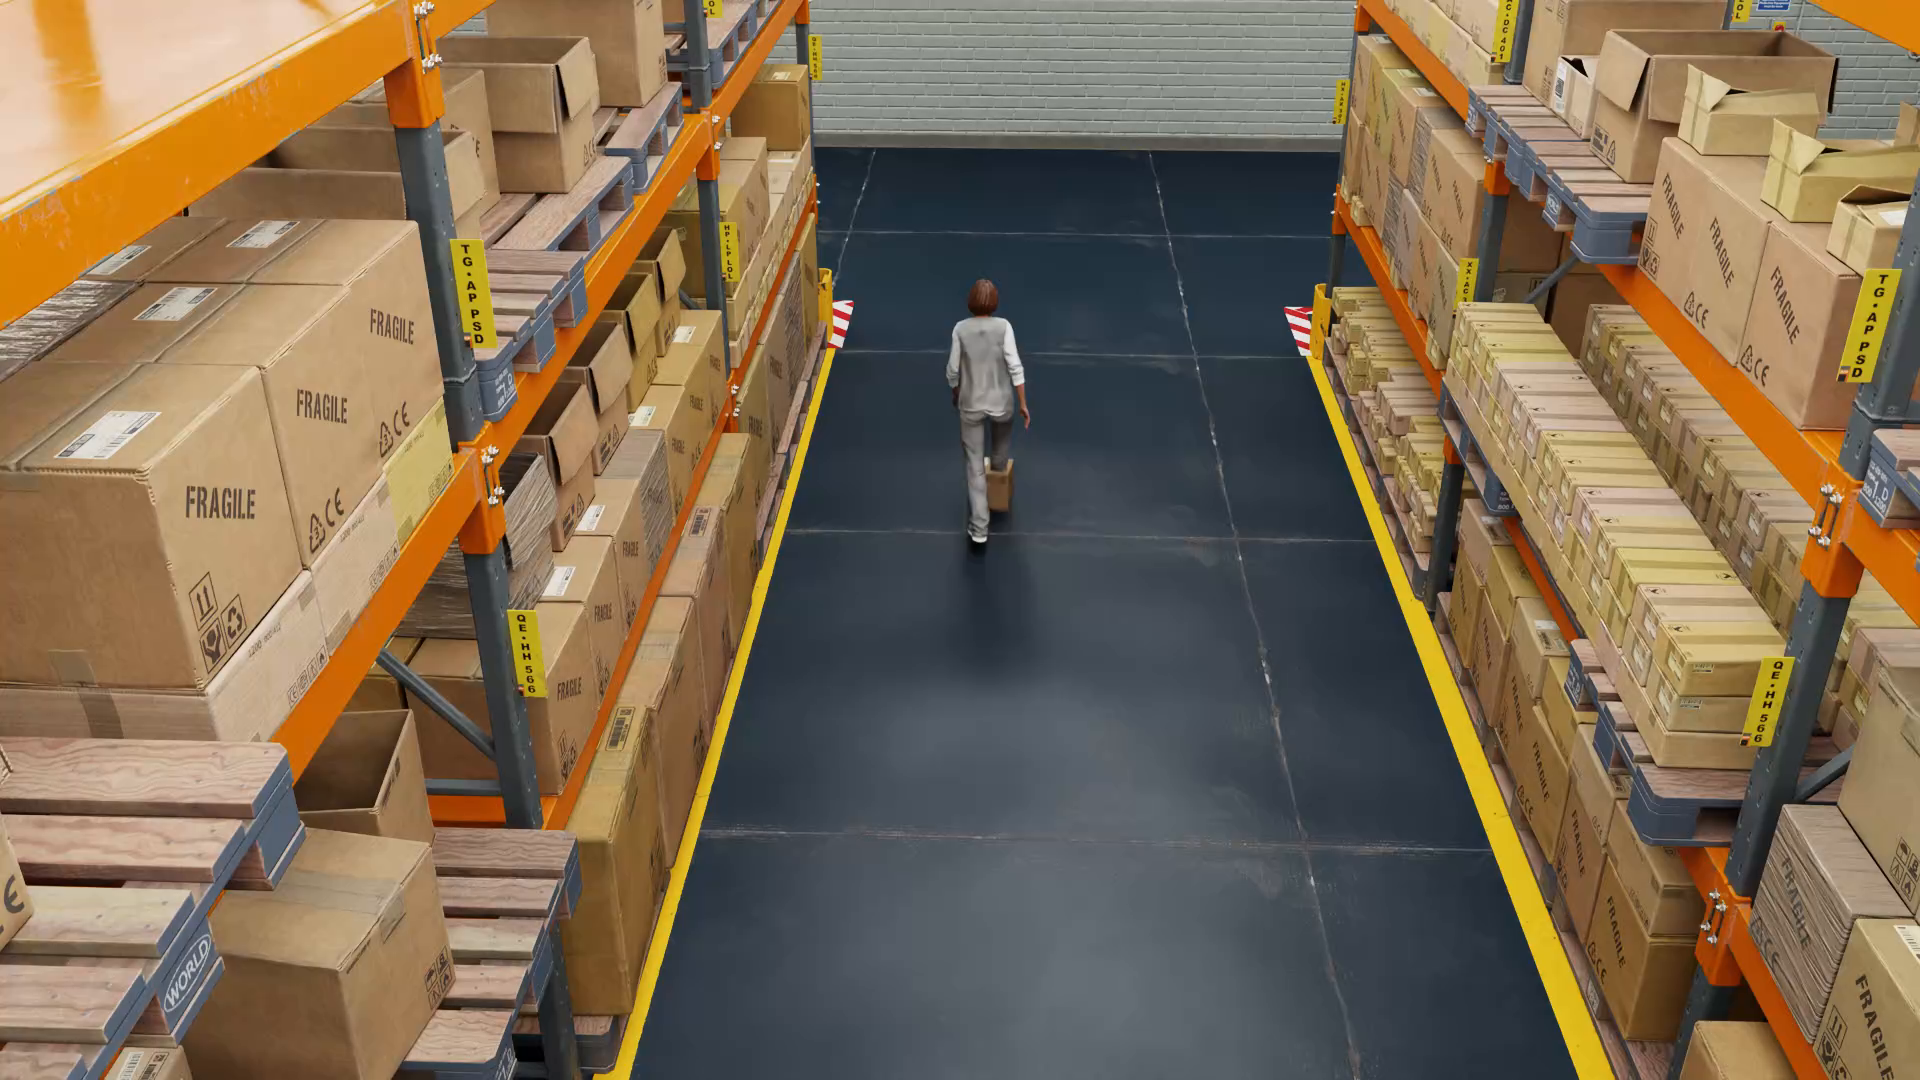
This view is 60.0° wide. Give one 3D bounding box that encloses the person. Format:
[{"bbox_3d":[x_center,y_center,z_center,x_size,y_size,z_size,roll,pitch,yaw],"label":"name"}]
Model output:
[{"bbox_3d":[0.165,-0.839,10.223,0.496,1.521,0.962,-2,28,-4],"label":"person"}]
